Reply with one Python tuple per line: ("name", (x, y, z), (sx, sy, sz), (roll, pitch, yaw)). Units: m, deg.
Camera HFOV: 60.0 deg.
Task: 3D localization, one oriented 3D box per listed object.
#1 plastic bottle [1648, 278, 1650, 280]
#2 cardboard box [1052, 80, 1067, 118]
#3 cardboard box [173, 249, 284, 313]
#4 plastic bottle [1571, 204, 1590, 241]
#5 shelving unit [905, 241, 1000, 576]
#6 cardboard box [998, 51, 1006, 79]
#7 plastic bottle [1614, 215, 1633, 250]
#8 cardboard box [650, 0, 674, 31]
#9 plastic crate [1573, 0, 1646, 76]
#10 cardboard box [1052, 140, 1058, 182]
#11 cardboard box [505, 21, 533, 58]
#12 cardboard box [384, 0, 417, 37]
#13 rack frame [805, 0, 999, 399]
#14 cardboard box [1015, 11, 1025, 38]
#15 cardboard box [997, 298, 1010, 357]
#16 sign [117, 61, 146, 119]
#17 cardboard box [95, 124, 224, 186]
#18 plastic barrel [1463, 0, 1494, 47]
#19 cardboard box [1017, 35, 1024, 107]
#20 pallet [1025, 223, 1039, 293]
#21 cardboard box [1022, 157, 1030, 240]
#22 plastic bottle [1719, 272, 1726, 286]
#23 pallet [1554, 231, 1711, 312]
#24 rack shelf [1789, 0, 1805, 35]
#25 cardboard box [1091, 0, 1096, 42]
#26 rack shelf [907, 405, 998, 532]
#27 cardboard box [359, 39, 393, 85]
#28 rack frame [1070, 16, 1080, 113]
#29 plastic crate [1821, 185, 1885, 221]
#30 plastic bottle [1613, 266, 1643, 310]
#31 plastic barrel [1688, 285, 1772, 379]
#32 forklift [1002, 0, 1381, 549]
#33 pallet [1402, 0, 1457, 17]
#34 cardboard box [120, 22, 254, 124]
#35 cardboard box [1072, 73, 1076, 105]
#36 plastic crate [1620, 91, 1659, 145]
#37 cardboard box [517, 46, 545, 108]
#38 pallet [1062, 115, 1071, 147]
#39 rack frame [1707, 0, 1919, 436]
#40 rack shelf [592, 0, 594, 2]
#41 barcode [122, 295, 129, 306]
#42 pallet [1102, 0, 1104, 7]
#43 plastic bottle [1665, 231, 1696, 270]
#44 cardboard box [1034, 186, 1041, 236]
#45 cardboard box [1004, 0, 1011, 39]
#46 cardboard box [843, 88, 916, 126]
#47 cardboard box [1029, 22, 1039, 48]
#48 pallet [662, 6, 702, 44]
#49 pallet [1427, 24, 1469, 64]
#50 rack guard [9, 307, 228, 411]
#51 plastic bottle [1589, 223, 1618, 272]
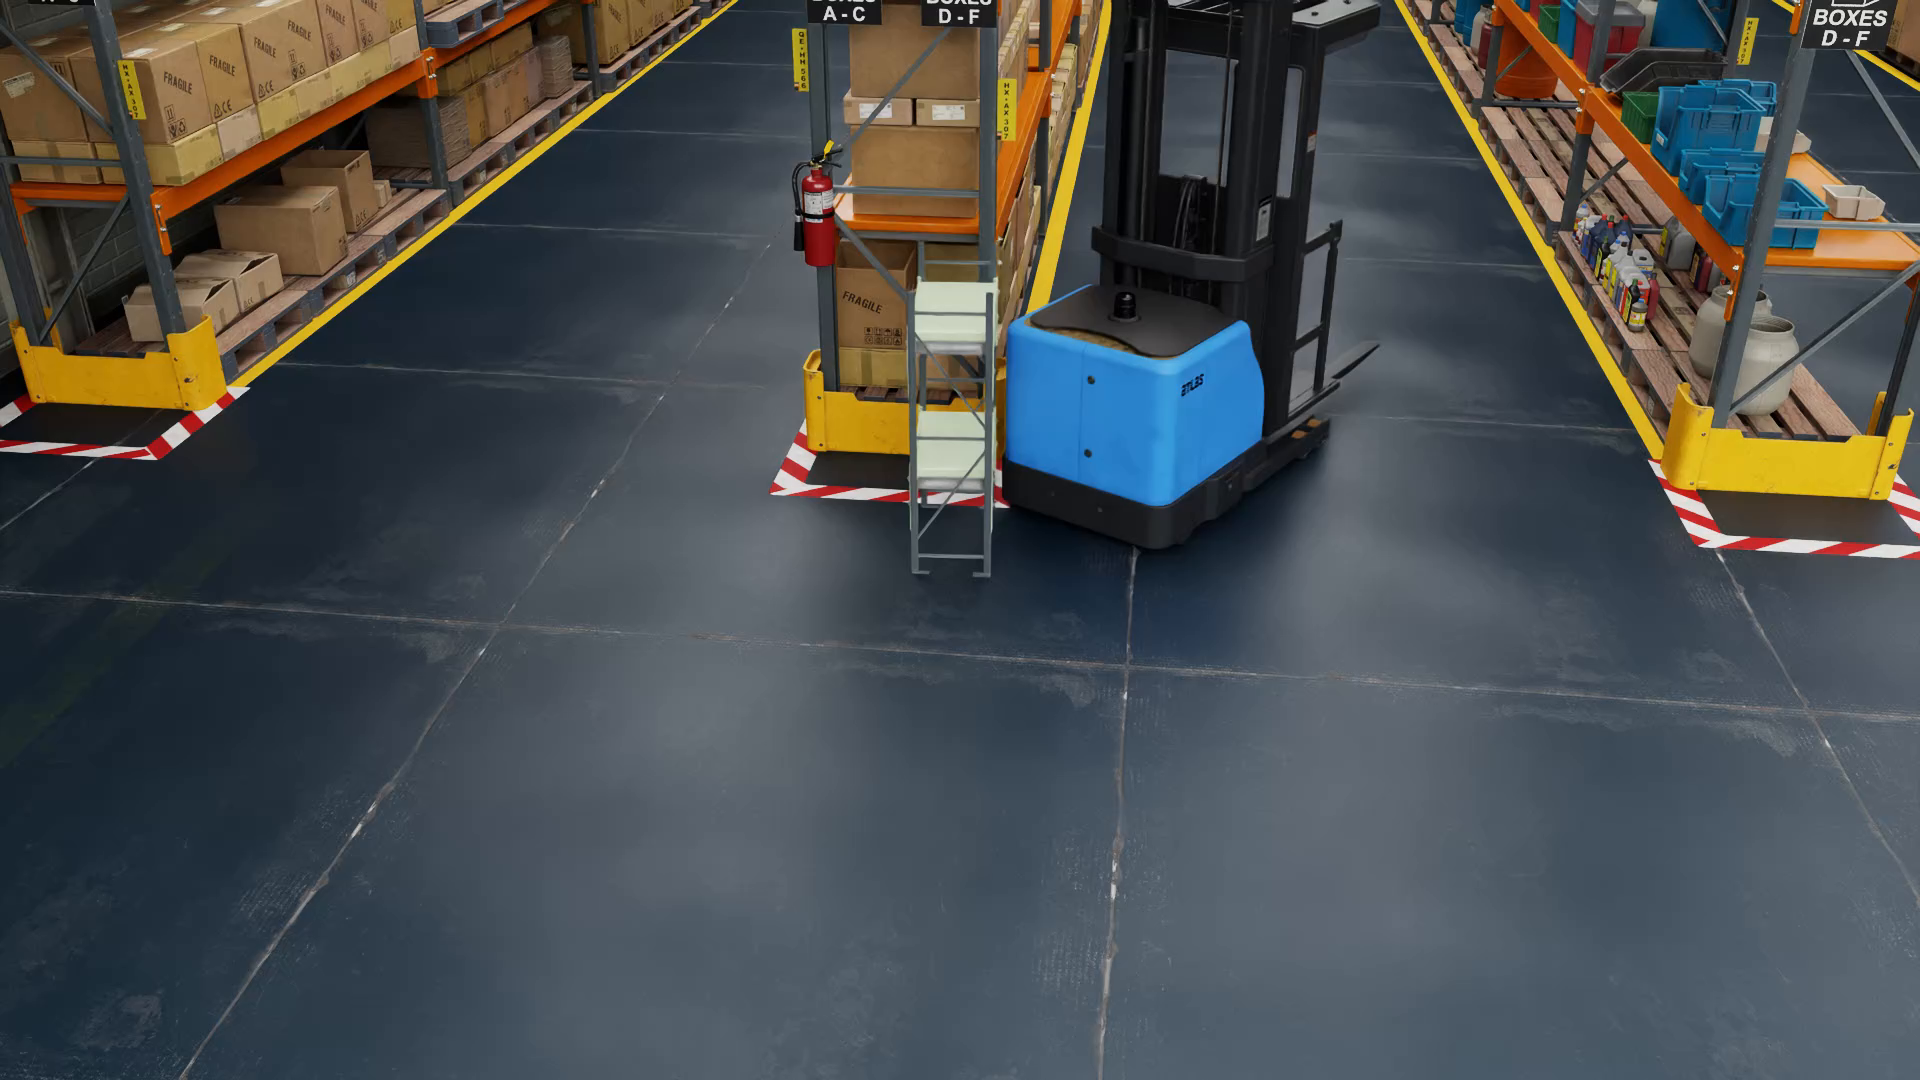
("plastic bottle", (4.606, -1.650, 11.137), (0.097, 0.201, 0.097), (0, 28, 0))
("cardboard box", (0.674, -3.912, 14.714), (0.500, 0.311, 0.500), (4, 29, 8))
("cardboard box", (-4.974, -1.789, 11.279), (0.500, 0.311, 0.500), (6, 29, 10))
("plastic bottle", (4.630, -2.365, 12.390), (0.097, 0.271, 0.097), (0, 28, 0))
("shelving unit", (-0.029, -0.661, 8.396), (0.431, 1.500, 0.755), (1, 28, 2))
("cardboard box", (0.086, -2.892, 10.166), (0.380, 0.149, 0.250), (2, 28, 4))
("plastic bottle", (4.737, -2.160, 11.927), (0.144, 0.351, 0.185), (3, 28, 6))
("cardboard box", (-3.804, -6.345, 19.189), (0.750, 0.750, 0.750), (4, 29, 8))
("plastic crate", (4.860, -3.771, 12.520), (0.402, 0.464, 0.583), (3, 28, 6))
("cardboard box", (0.548, -3.177, 13.941), (0.500, 0.250, 0.500), (4, 29, 7))
("cardboard box", (-4.406, -4.773, 15.827), (0.500, 0.250, 0.500), (4, 29, 7))
("cardboard box", (-4.479, -4.105, 12.554), (0.500, 0.500, 0.500), (3, 28, 6))
("rack frame", (-0.301, -1.904, 9.121), (1.000, 3.000, 0.127), (3, 28, 6))
("cardboard box", (0.242, -3.497, 11.289), (0.380, 0.149, 0.250), (3, 28, 6))
("cardboard box", (0.043, -1.353, 10.556), (0.500, 0.250, 0.500), (3, 28, 6))
("sign", (-4.679, -2.540, 9.389), (0.100, 0.325, 0.005), (3, 28, 6))
("cardboard box", (-4.843, -2.344, 10.076), (0.500, 0.250, 0.500), (3, 28, 5))
("plastic barrel", (5.914, -5.936, 18.375), (0.600, 0.901, 0.708), (3, 28, 6))
("cardboard box", (0.083, -3.373, 11.743), (0.700, 0.500, 0.500), (3, 28, 6))
("pallet", (0.050, -2.187, 12.587), (1.003, 0.211, 1.213), (3, 28, 6))
("cardboard box", (0.219, -2.390, 11.689), (0.500, 0.500, 0.500), (3, 28, 6))
("plastic bottle", (5.237, -1.763, 11.347), (0.097, 0.201, 0.097), (0, 28, 0))
("pallet", (4.981, -1.956, 12.158), (1.003, 0.211, 1.213), (3, 28, 6))
("rack shelf", (4.859, -3.560, 9.791), (1.077, 0.370, 4.000), (3, 28, 6))
("cardboard box", (1.262, -5.929, 18.764), (0.500, 0.500, 0.500), (4, 29, 7))
("rack shelf", (-0.029, -0.374, 8.551), (0.431, 0.370, 0.720), (1, 28, 2))
("cardboard box", (-4.554, -3.541, 12.297), (0.500, 0.250, 0.500), (3, 29, 6))
("rack frame", (0.679, -5.670, 16.111), (1.000, 3.000, 0.127), (3, 28, 6))
("plastic crate", (5.043, -1.901, 9.394), (0.298, 0.136, 0.250), (3, 28, 6))
("plastic bottle", (4.479, -1.681, 11.116), (0.152, 0.276, 0.135), (3, 28, 5))
("plastic barrel", (4.681, -1.254, 10.096), (0.421, 0.512, 0.421), (0, 28, 0))
("forklift", (1.513, -1.884, 9.156), (1.130, 2.935, 3.031), (20, 34, 32))
("pallet", (6.283, -6.960, 21.446), (1.003, 0.211, 1.213), (3, 28, 6))
("cardboard box", (-4.791, -2.902, 10.321), (0.500, 0.500, 0.500), (3, 29, 6))
("cardboard box", (0.857, -4.382, 16.178), (0.500, 0.250, 0.500), (4, 29, 7))
("plastic crate", (4.658, -2.781, 10.973), (0.450, 0.188, 0.662), (3, 28, 6))
("cardboard box", (-4.453, -4.471, 16.059), (0.700, 0.500, 0.500), (3, 28, 6))
("pallet", (0.539, -4.057, 16.058), (1.003, 0.211, 1.213), (3, 28, 6))
("rack frame", (4.614, -1.614, 8.584), (1.000, 3.000, 0.127), (3, 28, 6))
("rack shelf", (-3.993, -6.581, 18.561), (1.077, 0.370, 4.000), (3, 28, 6))
("barcode", (-5.439, -1.556, 10.838), (0.001, 0.075, 0.075), (3, 28, 6))
("pallet", (1.401, -7.224, 21.937), (1.003, 0.211, 1.213), (3, 28, 6))
("plastic bottle", (5.138, -2.078, 11.853), (0.152, 0.276, 0.135), (3, 28, 6))
("cardboard box", (0.349, -2.530, 12.740), (0.500, 0.250, 0.500), (3, 28, 6))
("cardboard box", (-0.044, -3.484, 10.581), (0.700, 0.500, 0.500), (3, 28, 6))
("cardboard box", (-0.443, -2.424, 9.298), (0.380, 0.149, 0.250), (3, 28, 5))
("cardboard box", (0.500, -4.081, 13.428), (0.380, 0.149, 0.250), (3, 28, 6))
("pallet", (-3.767, -6.243, 20.116), (1.003, 0.211, 1.213), (3, 28, 6))
("pallet", (5.949, -5.675, 19.060), (1.003, 0.211, 1.213), (3, 28, 6))
("rack guard", (-5.209, -1.125, 10.312), (1.175, 0.500, 0.348), (3, 28, 6))
("plastic bottle", (4.571, -2.080, 11.777), (0.144, 0.351, 0.185), (2, 28, 4))
